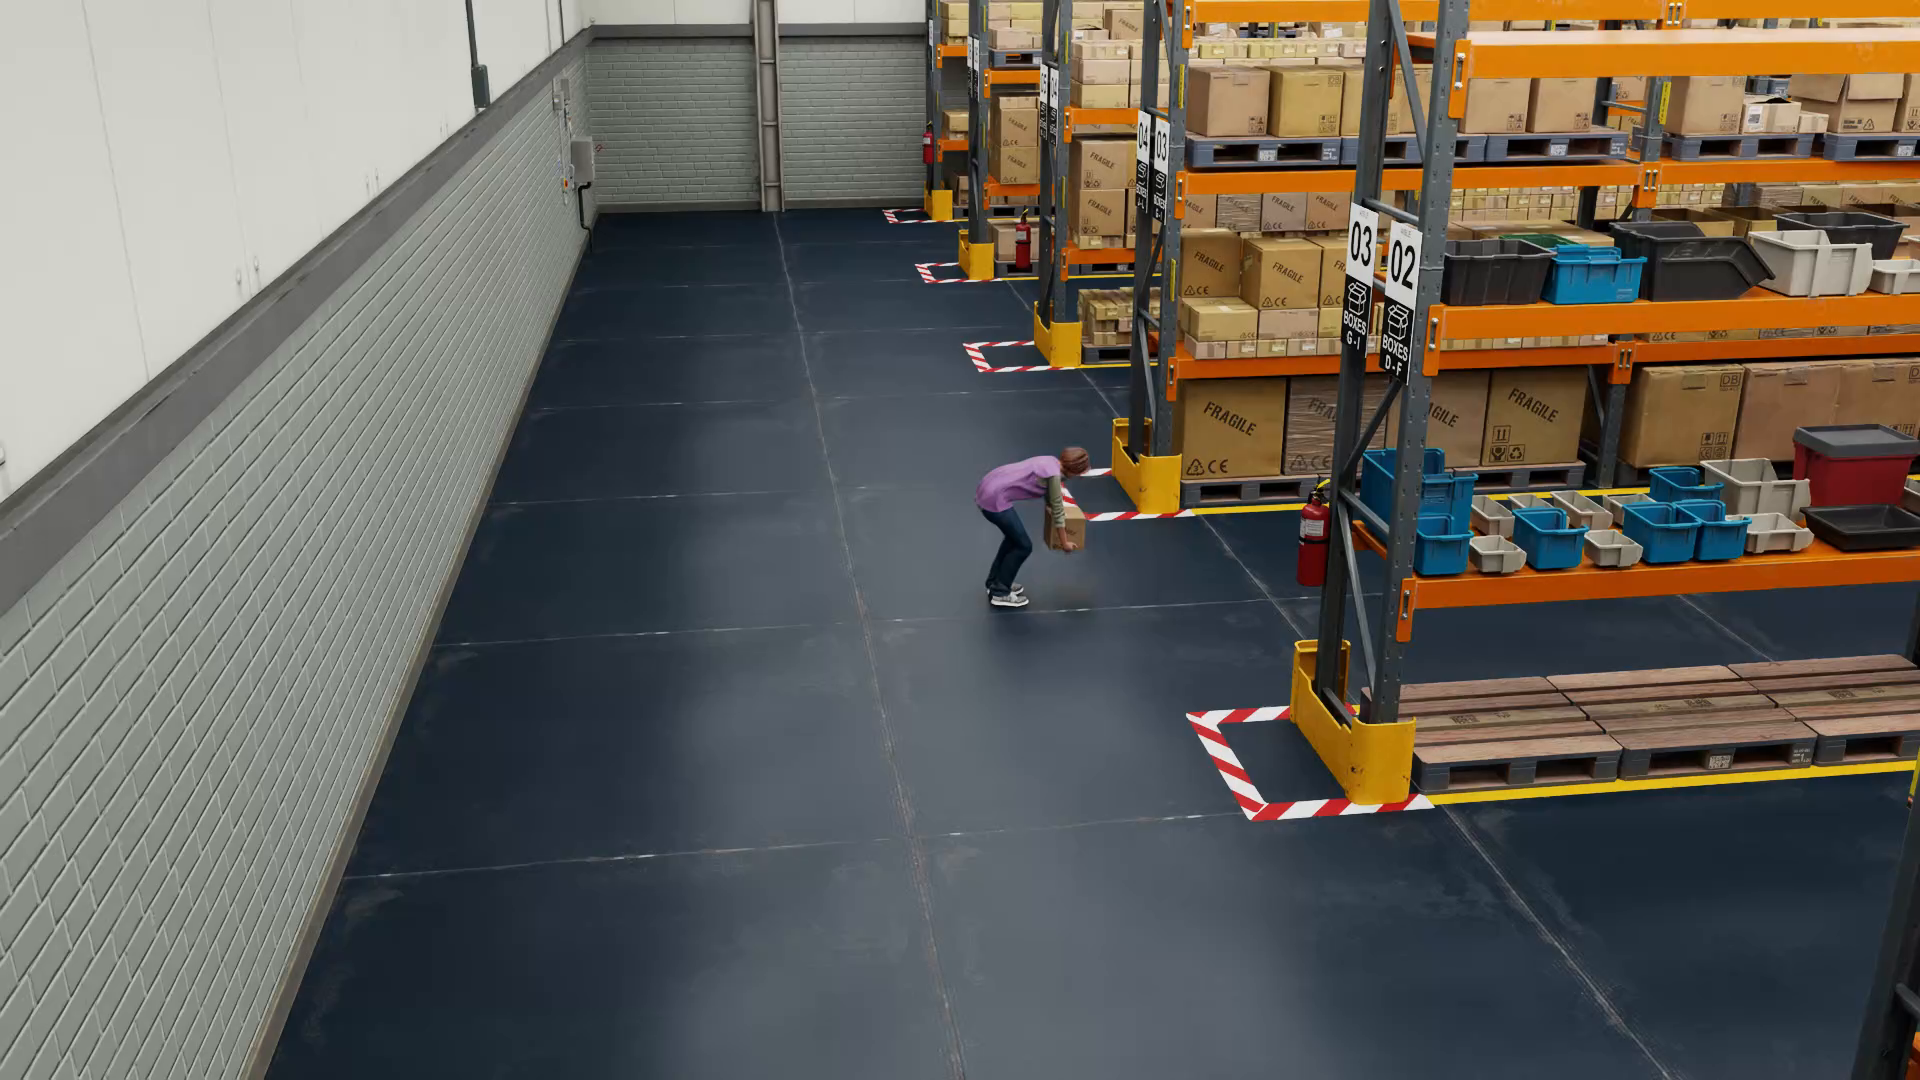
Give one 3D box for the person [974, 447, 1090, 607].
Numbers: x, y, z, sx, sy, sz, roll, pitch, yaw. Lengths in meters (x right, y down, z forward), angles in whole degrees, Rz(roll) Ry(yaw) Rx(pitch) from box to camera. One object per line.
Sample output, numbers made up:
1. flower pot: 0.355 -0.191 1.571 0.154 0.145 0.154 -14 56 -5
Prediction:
1. person: 0.520 -0.109 12.040 0.837 1.144 0.398 -3 21 -9
